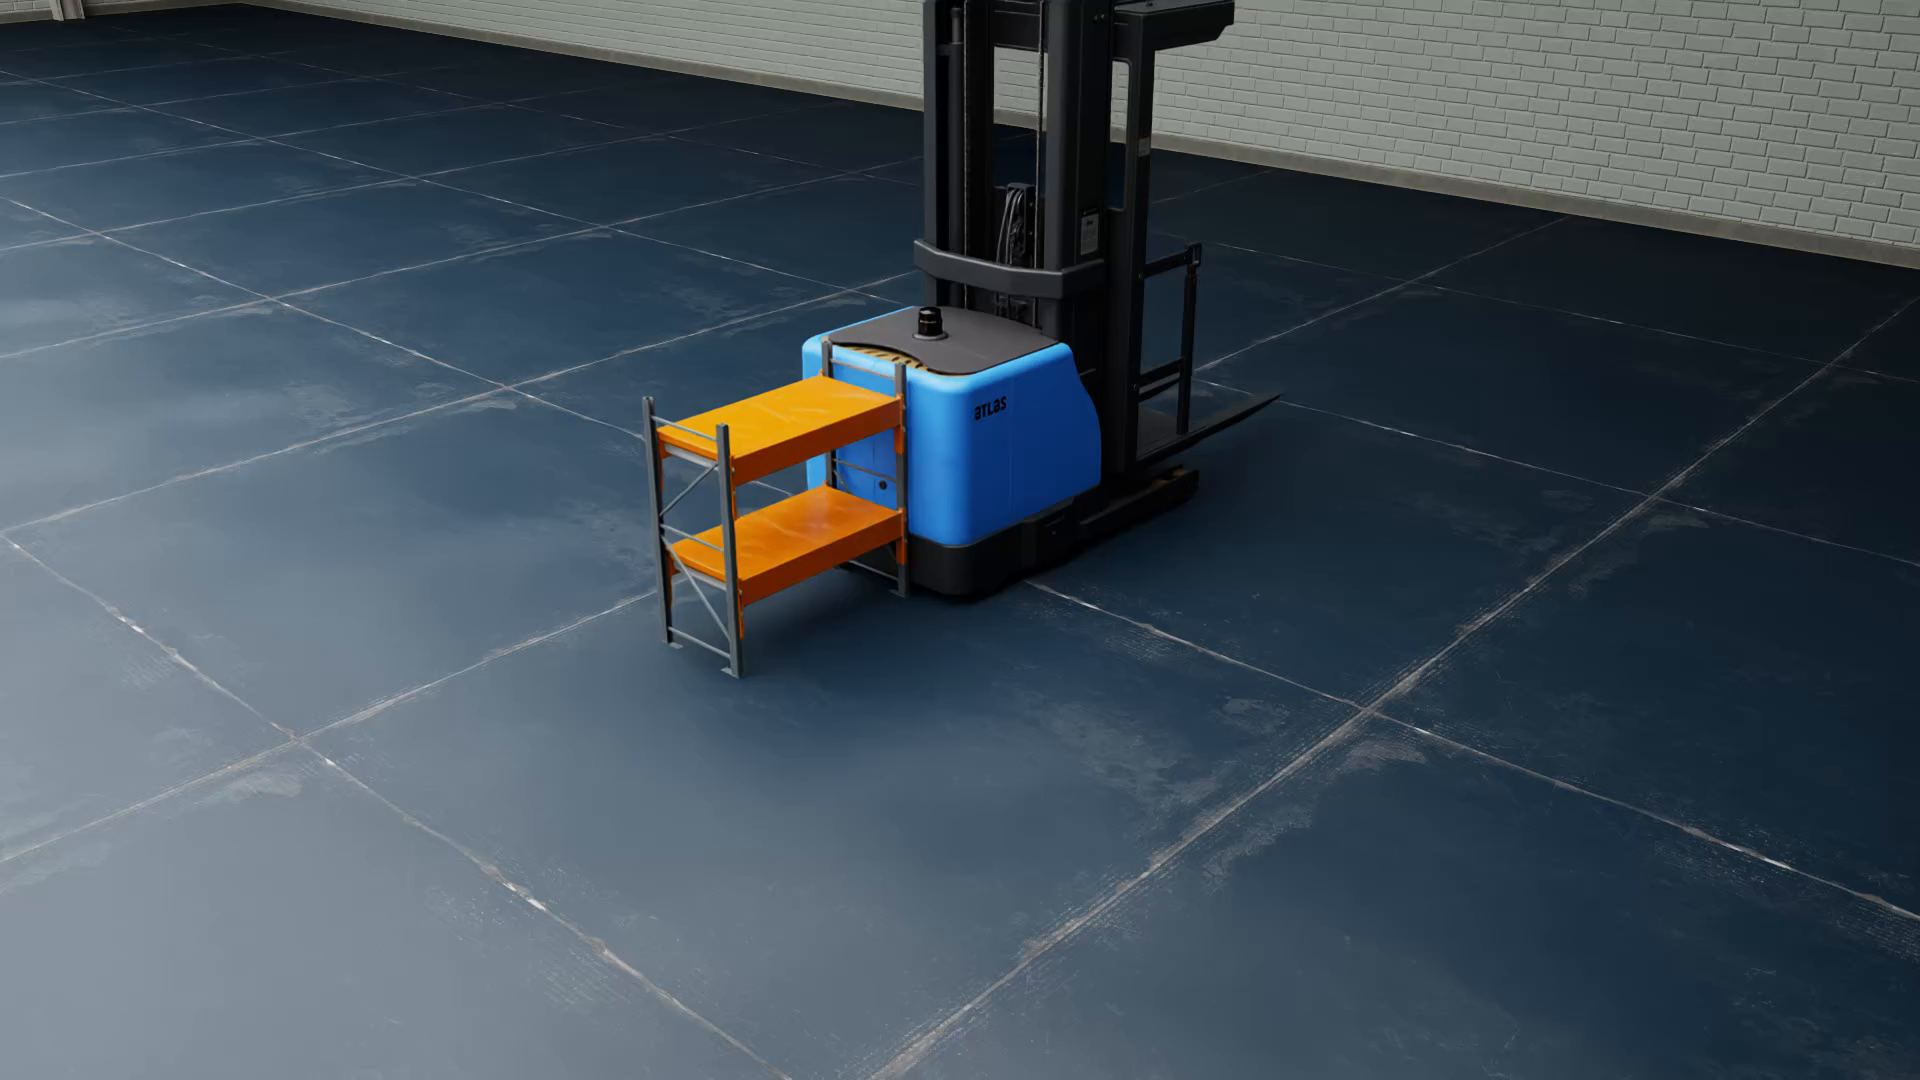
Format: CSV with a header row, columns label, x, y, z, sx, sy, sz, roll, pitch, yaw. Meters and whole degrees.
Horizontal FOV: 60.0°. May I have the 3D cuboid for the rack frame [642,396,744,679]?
label,x,y,z,sx,sy,sz,roll,pitch,yaw
rack frame,-1.103,-0.003,6.882,0.500,1.125,0.032,20,31,37

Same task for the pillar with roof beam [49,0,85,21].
label,x,y,z,sx,sy,sz,roll,pitch,yaw
pillar with roof beam,-11.491,-11.531,22.969,9.100,9.000,0.400,20,31,38

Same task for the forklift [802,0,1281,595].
label,x,y,z,sx,sy,sz,roll,pitch,yaw
forklift,0.603,-1.609,8.257,1.130,2.935,3.031,20,31,37

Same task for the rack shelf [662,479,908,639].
label,x,y,z,sx,sy,sz,roll,pitch,yaw
rack shelf,-0.766,0.064,7.330,0.538,0.278,1.000,20,31,37

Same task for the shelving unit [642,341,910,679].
label,x,y,z,sx,sy,sz,roll,pitch,yaw
shelving unit,-0.766,-0.159,7.230,0.538,1.125,1.048,20,31,37

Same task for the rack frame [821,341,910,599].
label,x,y,z,sx,sy,sz,roll,pitch,yaw
rack frame,-0.429,-0.315,7.577,0.500,1.125,0.032,20,31,37

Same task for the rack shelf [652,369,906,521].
label,x,y,z,sx,sy,sz,roll,pitch,yaw
rack shelf,-0.766,-0.426,7.110,0.538,0.278,1.000,20,31,37
